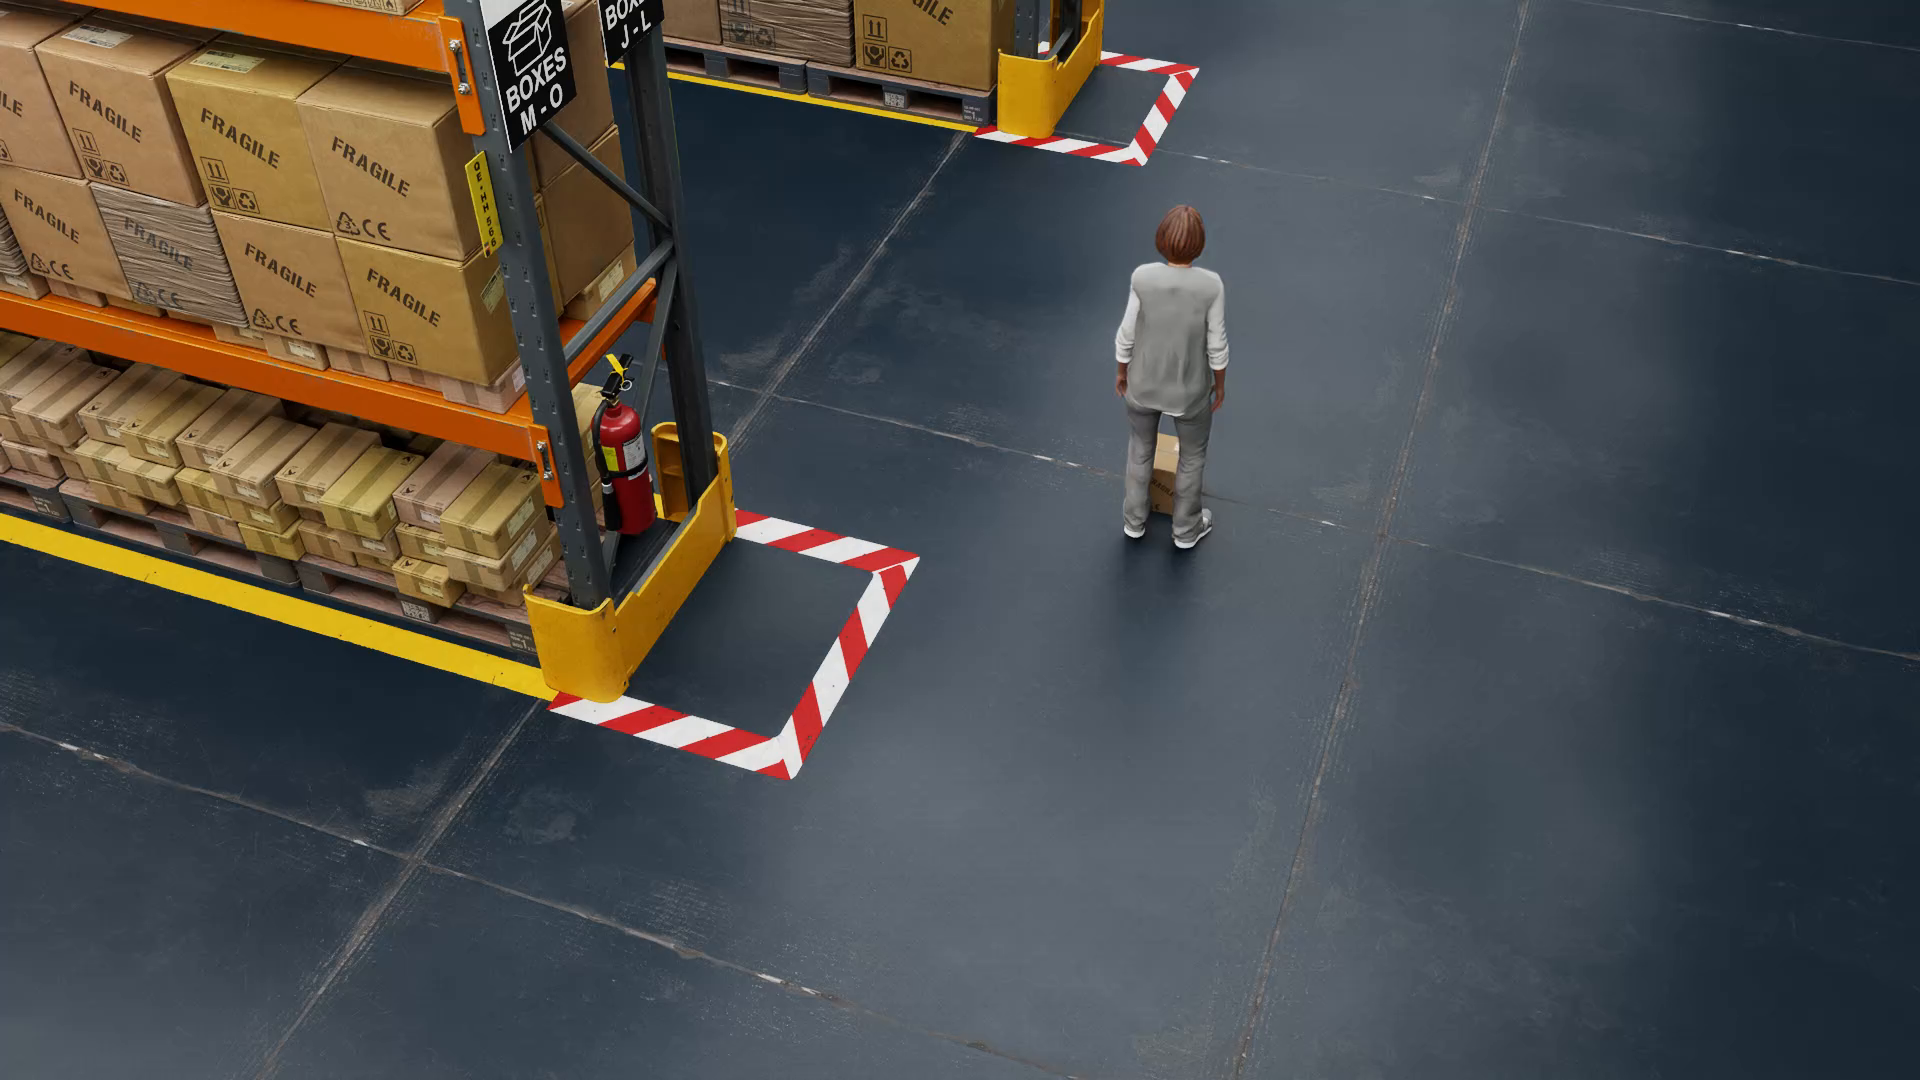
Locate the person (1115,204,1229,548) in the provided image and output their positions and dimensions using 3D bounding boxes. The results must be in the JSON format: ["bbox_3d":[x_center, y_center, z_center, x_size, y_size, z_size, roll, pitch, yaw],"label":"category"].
[{"bbox_3d":[0.869,-0.635,6.872,0.483,1.591,0.348,11,43,12],"label":"person"}]
